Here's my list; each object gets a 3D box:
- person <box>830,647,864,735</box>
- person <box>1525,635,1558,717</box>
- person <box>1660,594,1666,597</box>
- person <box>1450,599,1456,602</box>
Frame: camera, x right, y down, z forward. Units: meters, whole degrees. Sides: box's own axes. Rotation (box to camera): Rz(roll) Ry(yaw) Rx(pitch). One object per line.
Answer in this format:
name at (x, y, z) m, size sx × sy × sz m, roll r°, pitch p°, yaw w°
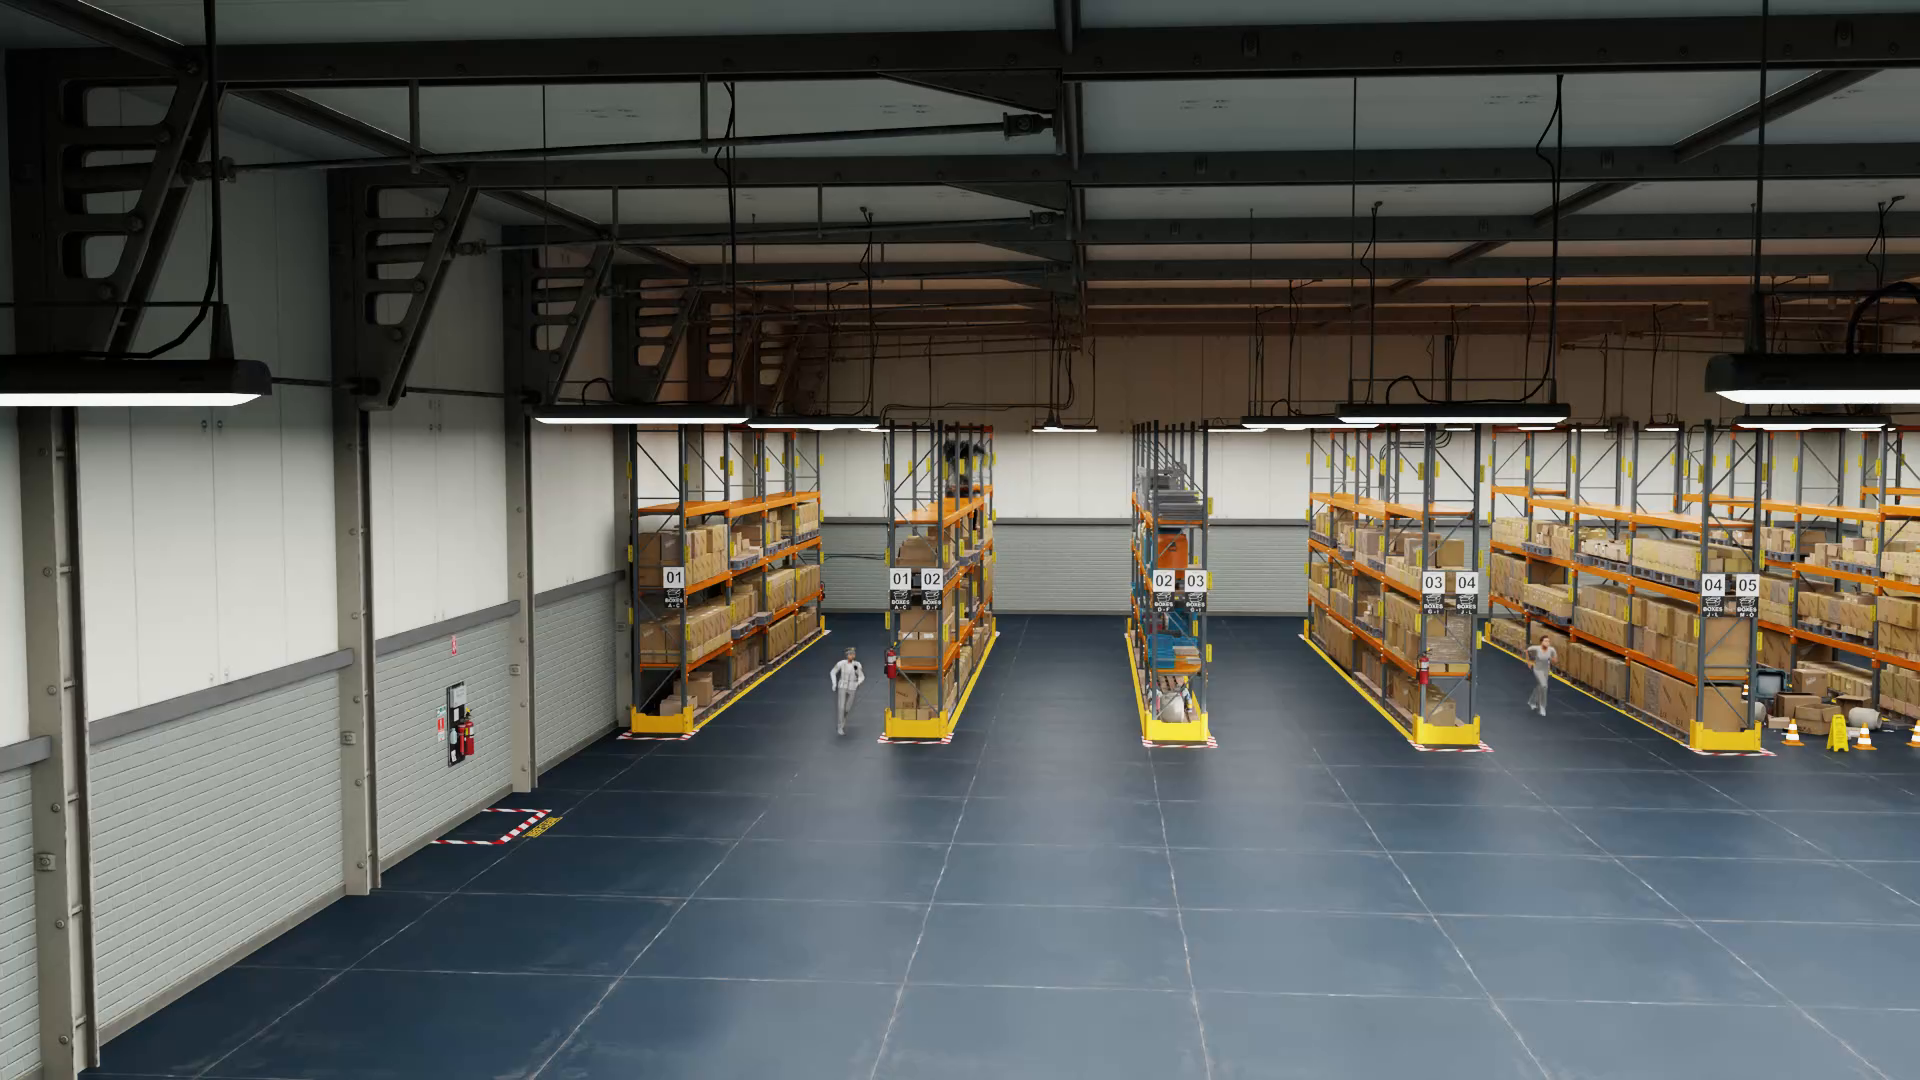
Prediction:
person at (-2.172, 2.885, 32.098) m, size 0.651 × 1.674 × 0.785 m, roll -1°, pitch 4°, yaw -9°
person at (11.897, 2.748, 34.100) m, size 0.561 × 1.656 × 0.917 m, roll -1°, pitch 4°, yaw -8°
person at (17.291, 2.239, 40.965) m, size 0.692 × 1.796 × 0.889 m, roll 0°, pitch 4°, yaw -3°
person at (13.369, 1.955, 45.948) m, size 0.820 × 1.693 × 0.560 m, roll 1°, pitch 4°, yaw 11°
